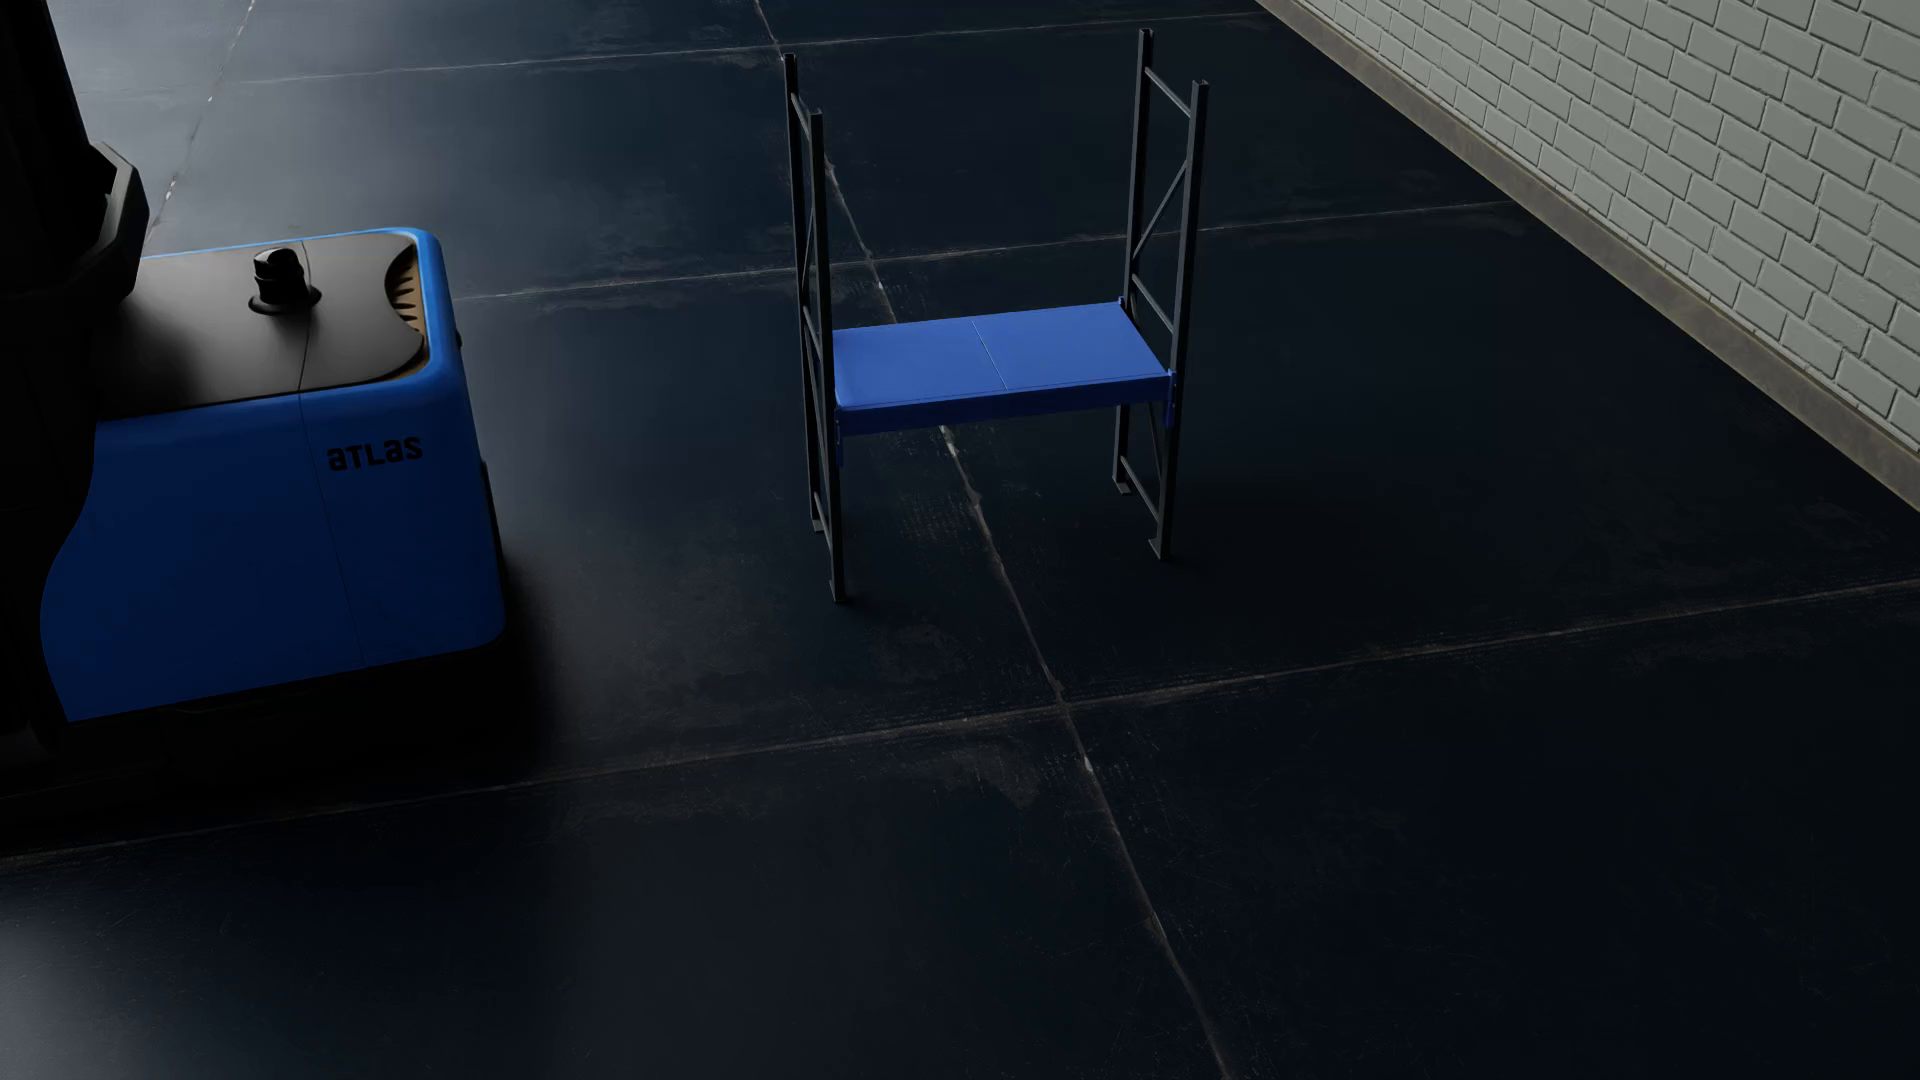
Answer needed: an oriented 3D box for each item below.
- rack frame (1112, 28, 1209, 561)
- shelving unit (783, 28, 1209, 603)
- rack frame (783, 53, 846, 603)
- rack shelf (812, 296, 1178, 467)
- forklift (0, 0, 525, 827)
[{"bbox_3d":[0.579,-0.696,4.941,0.032,1.500,0.500,-7,35,-11],"label":"rack frame"},{"bbox_3d":[0.083,-0.633,4.848,1.048,1.500,0.538,-7,35,-11],"label":"shelving unit"},{"bbox_3d":[-0.413,-0.571,4.755,0.032,1.500,0.500,-7,35,-11],"label":"rack frame"},{"bbox_3d":[0.083,-0.484,4.948,1.000,0.185,0.538,-7,35,-11],"label":"rack shelf"},{"bbox_3d":[-2.750,-0.709,3.676,3.031,2.935,1.130,-10,35,-15],"label":"forklift"}]
